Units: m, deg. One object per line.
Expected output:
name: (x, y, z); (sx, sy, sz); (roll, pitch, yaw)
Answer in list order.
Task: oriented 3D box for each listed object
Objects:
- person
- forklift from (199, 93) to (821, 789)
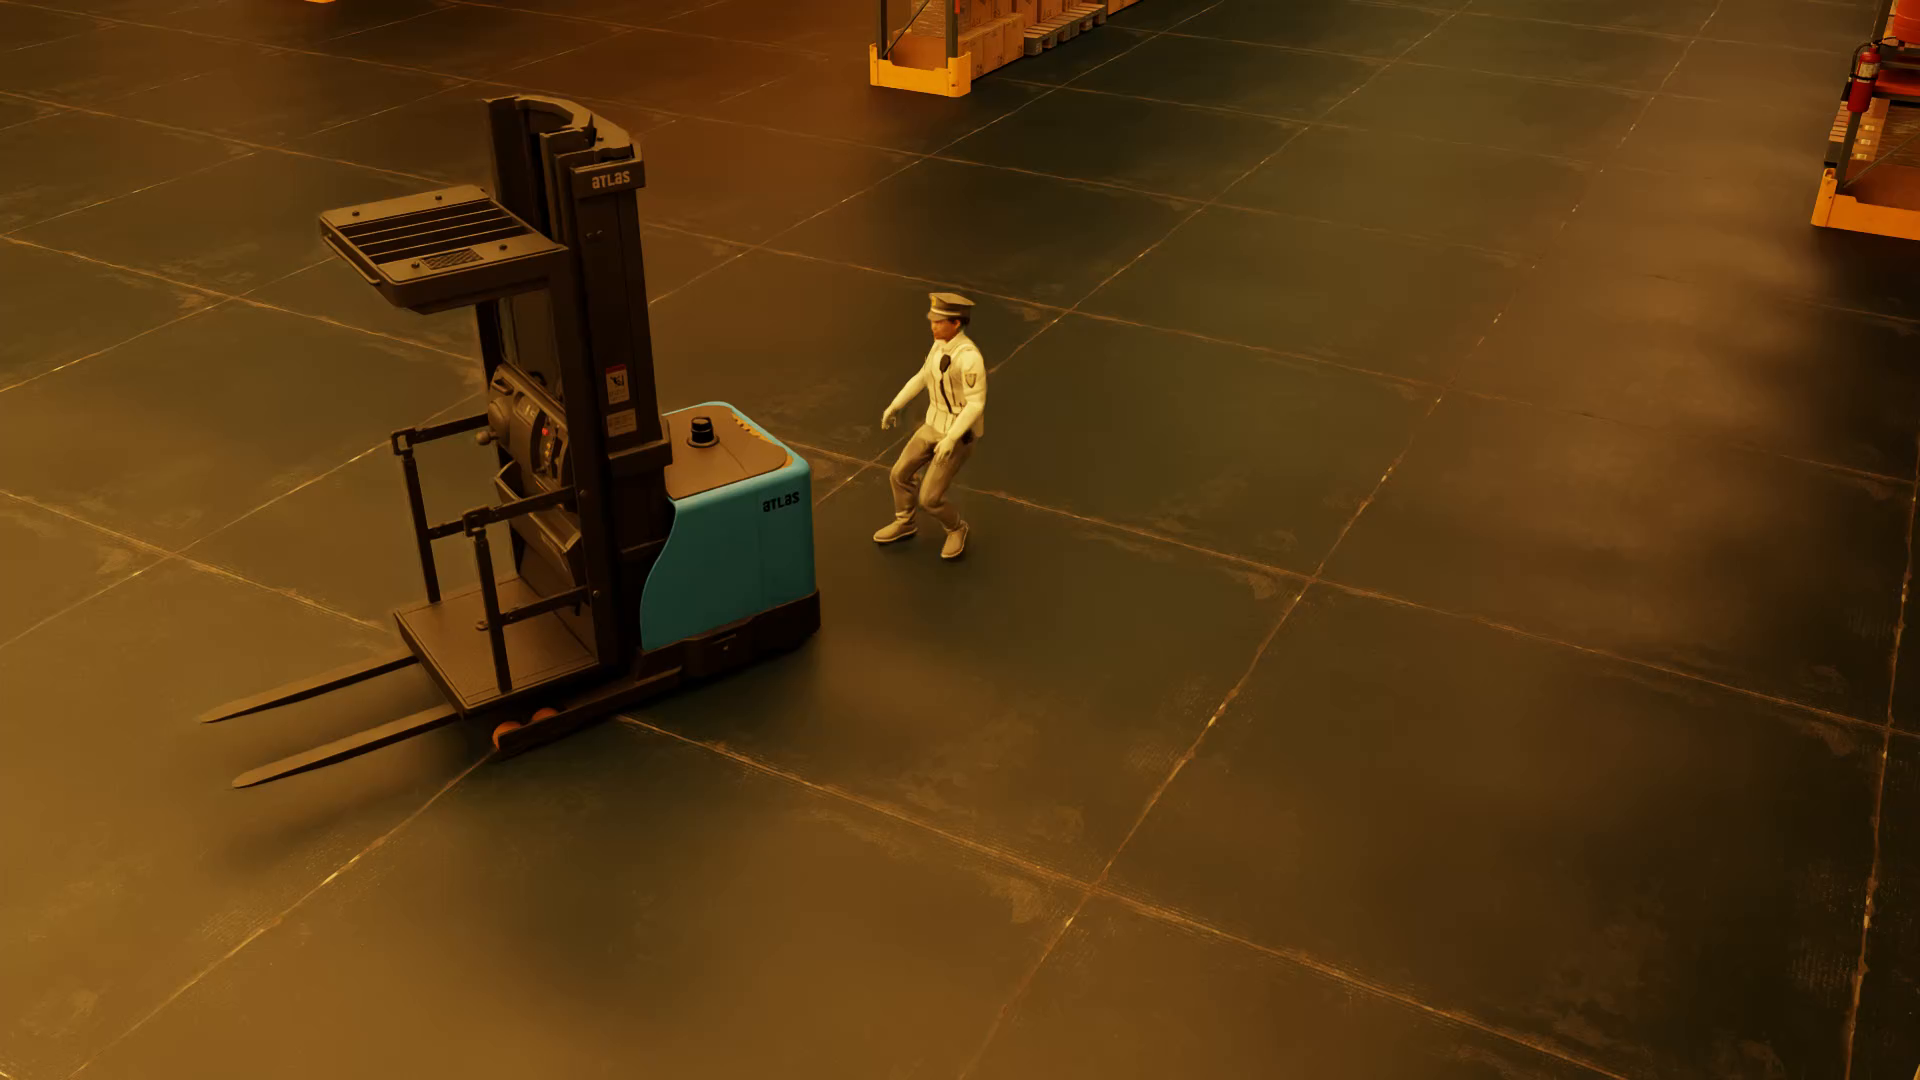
person: (-0.177, -0.648, 9.526); (0.549, 1.591, 0.714); (-15, 33, -23)
forklift: (-2.259, -0.512, 7.958); (3.031, 2.935, 1.130); (-19, 35, -30)
